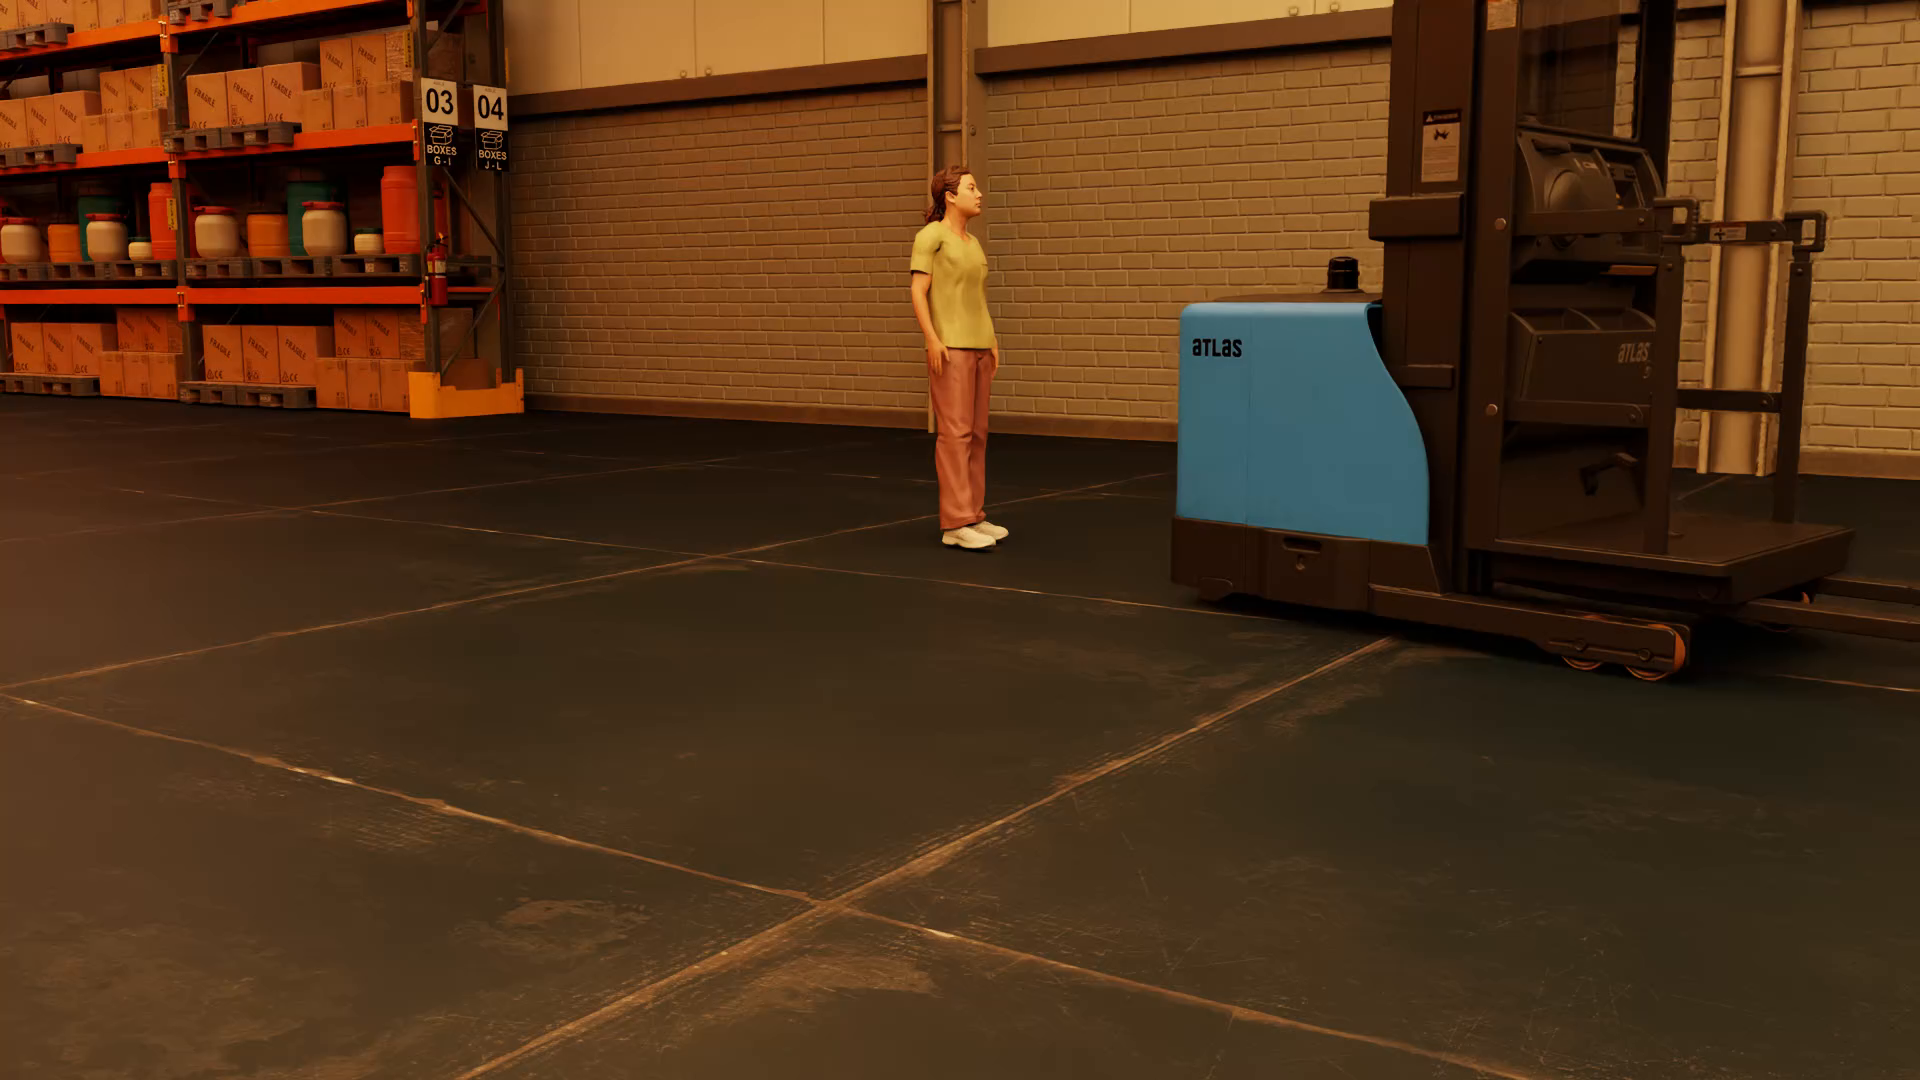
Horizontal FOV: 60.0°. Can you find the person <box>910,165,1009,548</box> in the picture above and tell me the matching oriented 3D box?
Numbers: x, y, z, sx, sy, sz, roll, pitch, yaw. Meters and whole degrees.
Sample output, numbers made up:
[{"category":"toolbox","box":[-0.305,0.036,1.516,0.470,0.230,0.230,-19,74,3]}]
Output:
[{"category":"person","box":[0.055,-0.829,7.435,0.549,1.675,0.555,5,10,34]}]

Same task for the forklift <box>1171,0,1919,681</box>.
[{"category":"forklift","box":[2.154,-1.129,5.129,1.130,2.935,3.031,-8,11,-44]}]
